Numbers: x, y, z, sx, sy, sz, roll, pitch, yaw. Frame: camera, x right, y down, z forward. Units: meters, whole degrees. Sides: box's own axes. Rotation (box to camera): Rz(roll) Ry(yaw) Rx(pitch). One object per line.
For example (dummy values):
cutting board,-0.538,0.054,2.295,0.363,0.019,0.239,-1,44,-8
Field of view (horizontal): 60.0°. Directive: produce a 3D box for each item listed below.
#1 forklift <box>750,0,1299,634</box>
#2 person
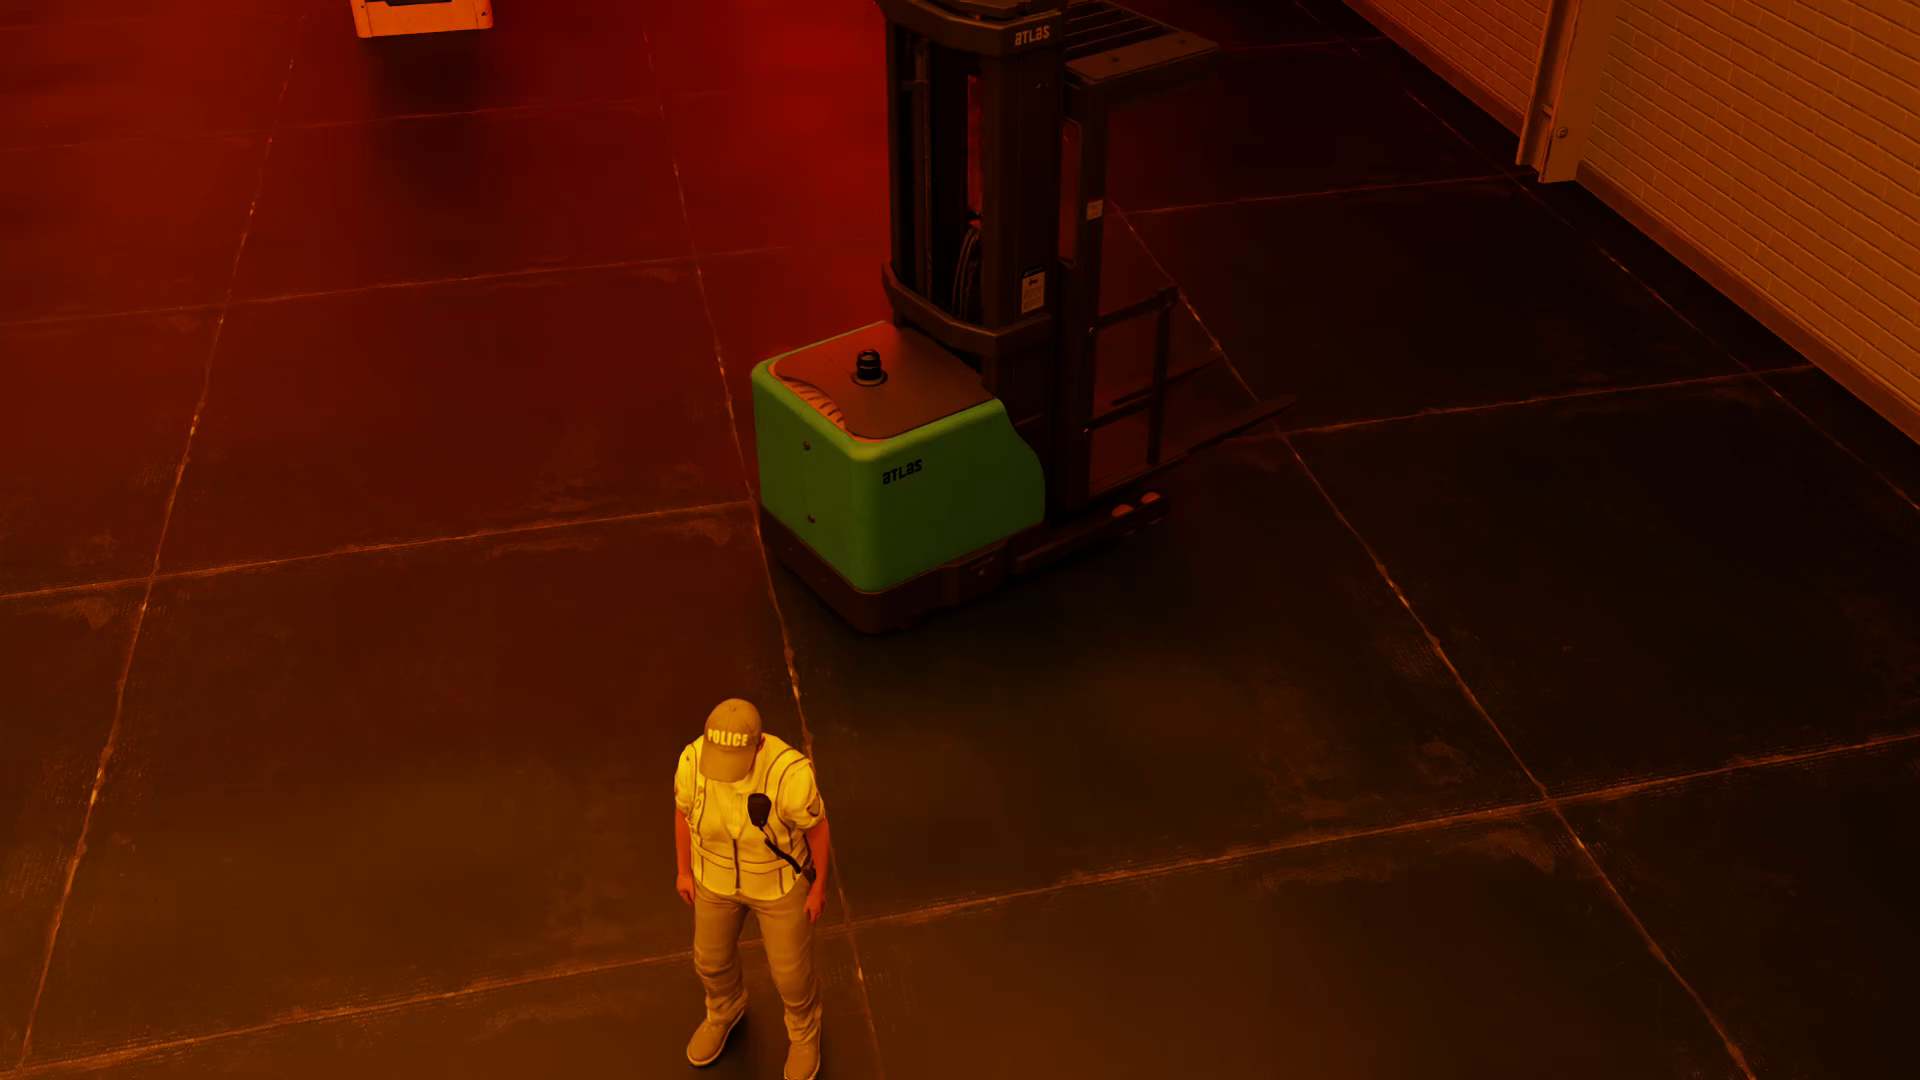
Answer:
forklift,0.478,-1.433,8.041,3.031,2.935,1.130,-23,42,-29
person,-0.700,1.146,5.547,0.535,1.667,0.466,7,36,10
